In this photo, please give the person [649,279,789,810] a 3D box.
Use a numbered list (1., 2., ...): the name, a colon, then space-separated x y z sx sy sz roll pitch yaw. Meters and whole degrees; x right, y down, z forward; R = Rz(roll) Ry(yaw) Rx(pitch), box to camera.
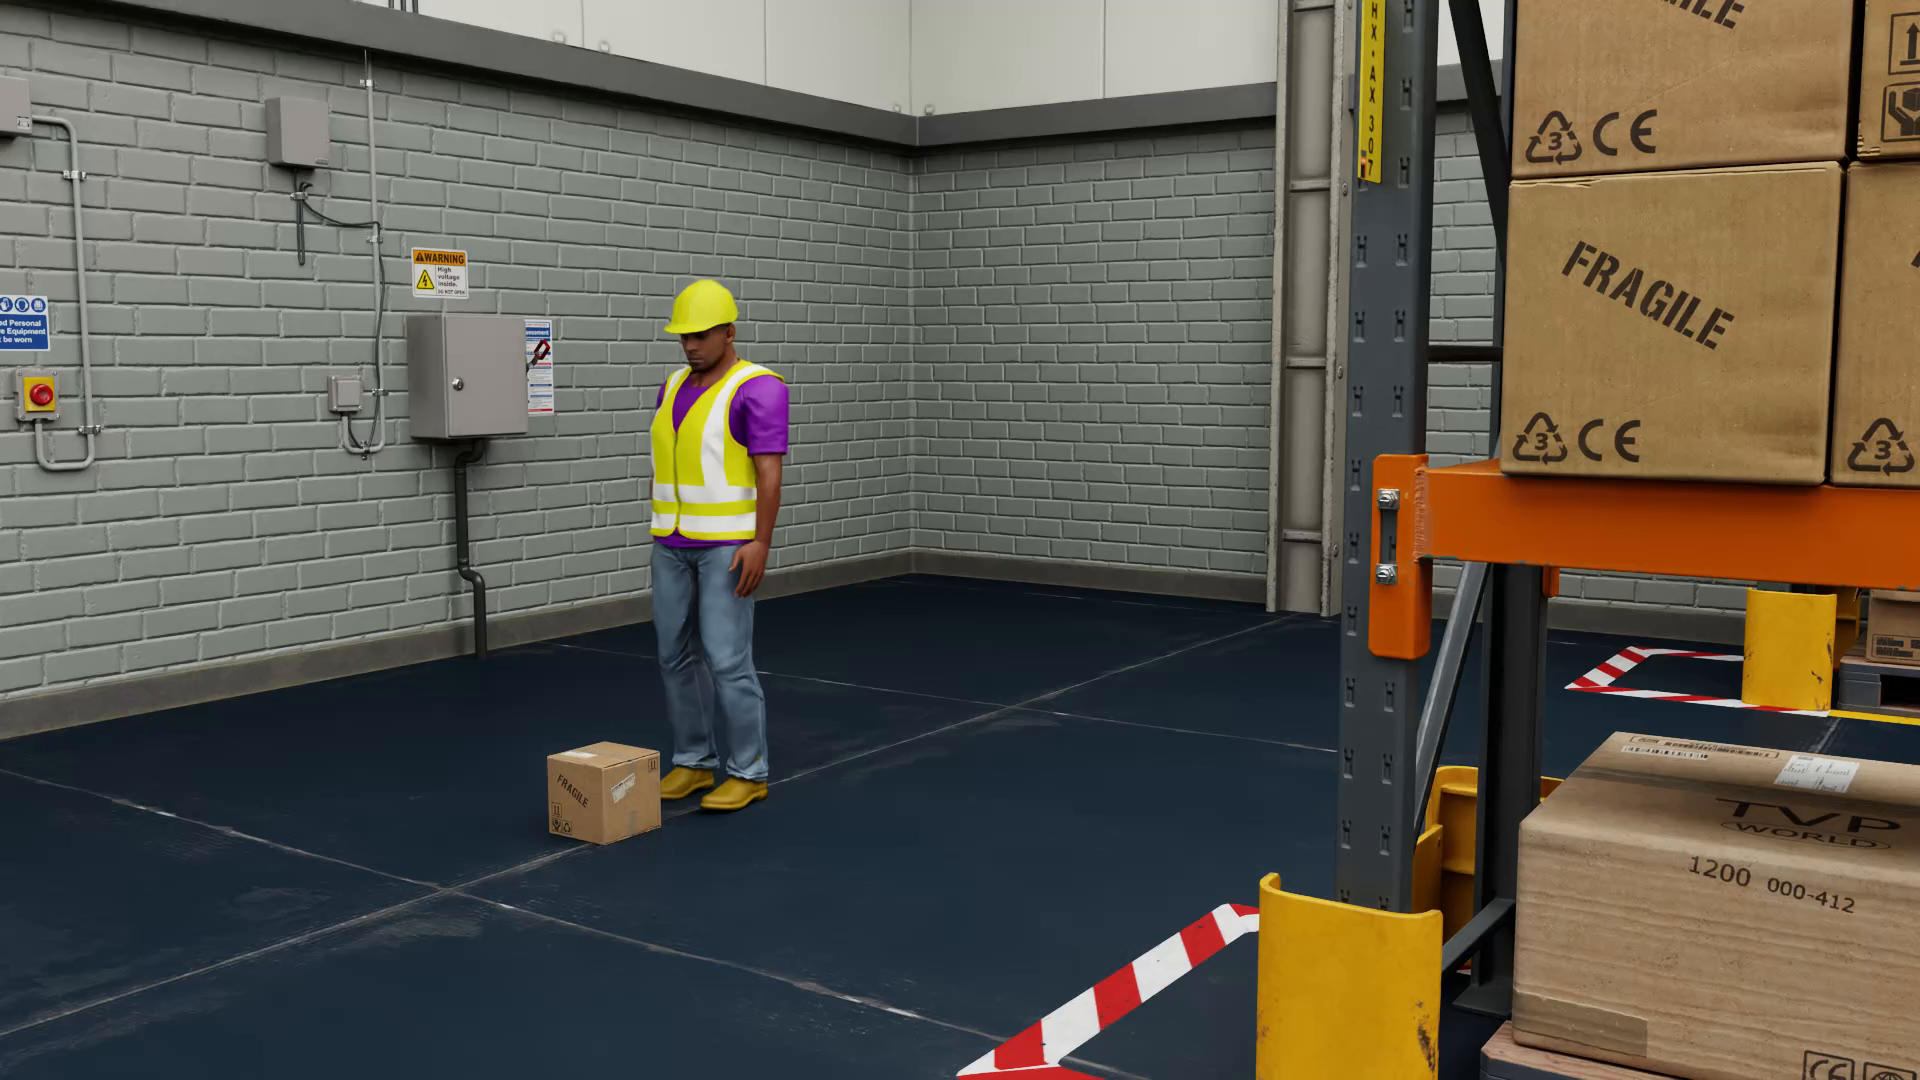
1. person: -0.833 0.012 5.598 0.568 1.760 0.368 4 8 35
